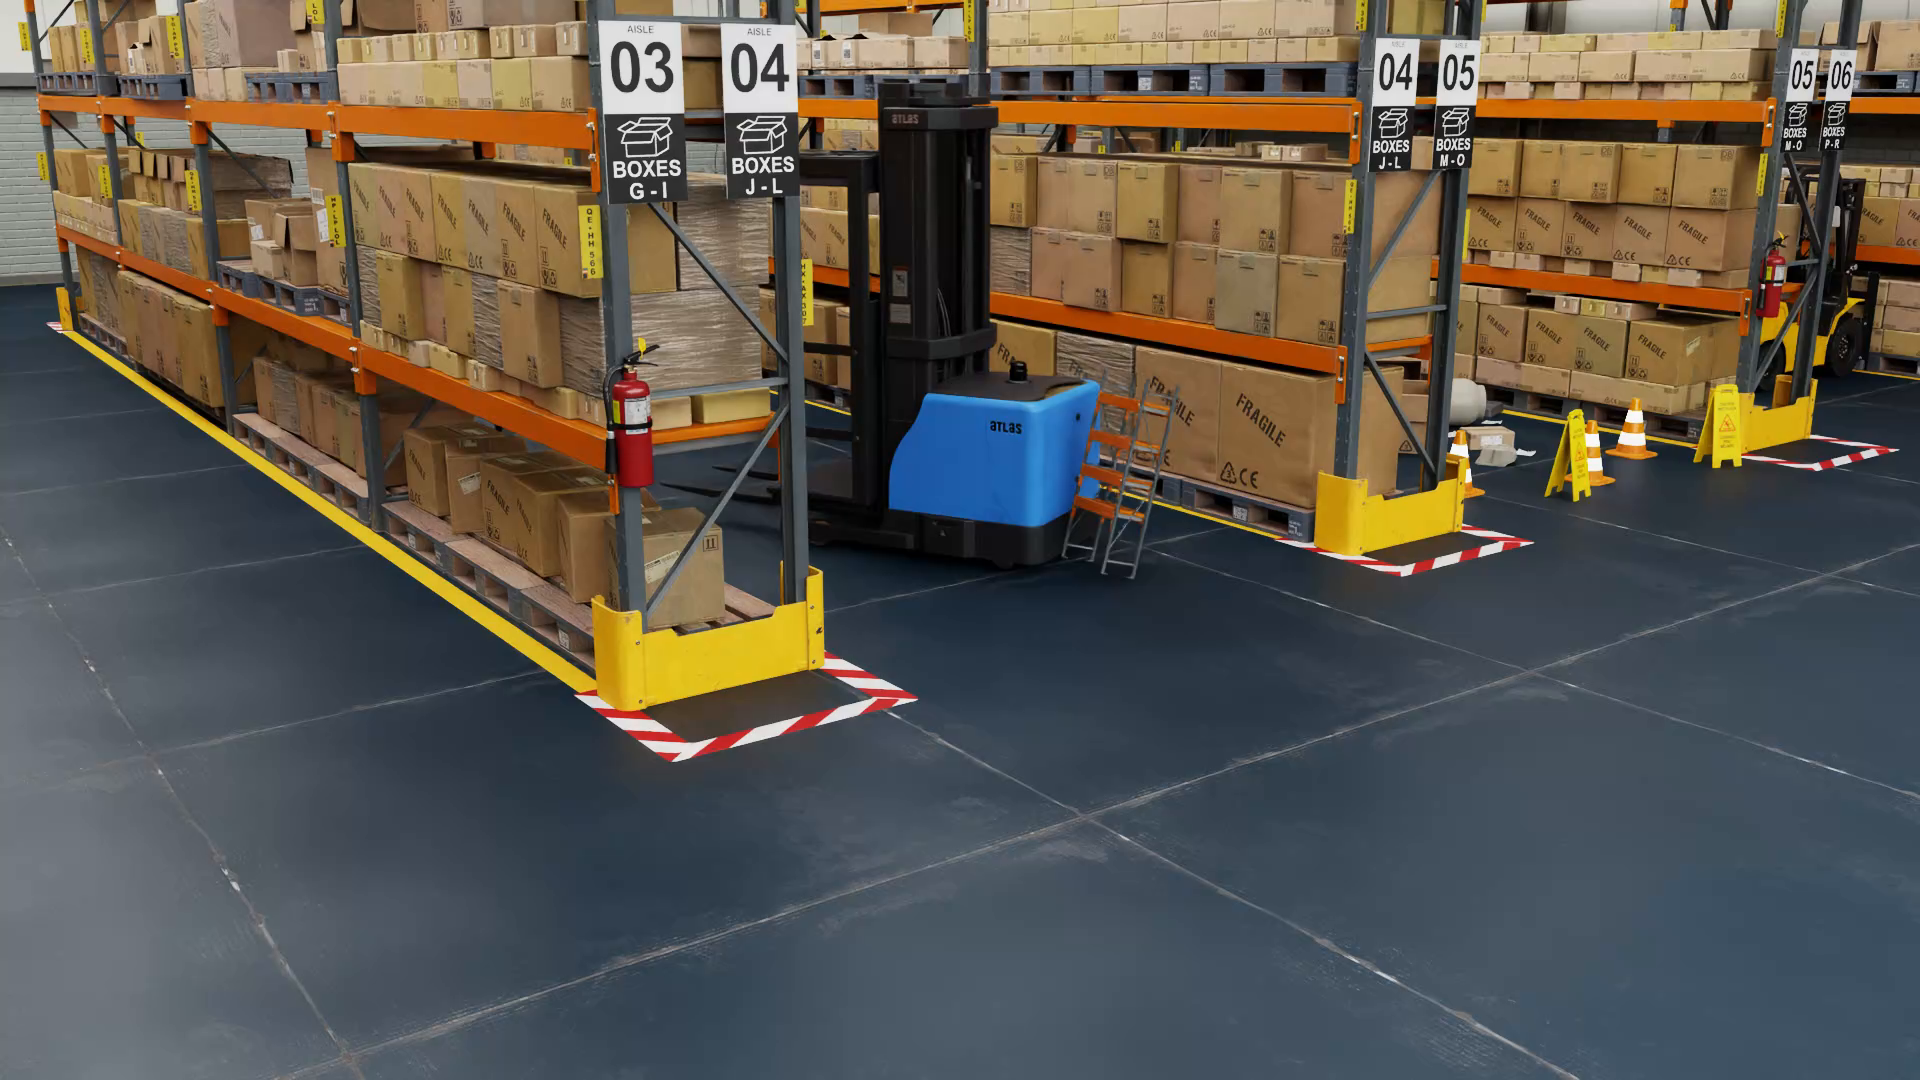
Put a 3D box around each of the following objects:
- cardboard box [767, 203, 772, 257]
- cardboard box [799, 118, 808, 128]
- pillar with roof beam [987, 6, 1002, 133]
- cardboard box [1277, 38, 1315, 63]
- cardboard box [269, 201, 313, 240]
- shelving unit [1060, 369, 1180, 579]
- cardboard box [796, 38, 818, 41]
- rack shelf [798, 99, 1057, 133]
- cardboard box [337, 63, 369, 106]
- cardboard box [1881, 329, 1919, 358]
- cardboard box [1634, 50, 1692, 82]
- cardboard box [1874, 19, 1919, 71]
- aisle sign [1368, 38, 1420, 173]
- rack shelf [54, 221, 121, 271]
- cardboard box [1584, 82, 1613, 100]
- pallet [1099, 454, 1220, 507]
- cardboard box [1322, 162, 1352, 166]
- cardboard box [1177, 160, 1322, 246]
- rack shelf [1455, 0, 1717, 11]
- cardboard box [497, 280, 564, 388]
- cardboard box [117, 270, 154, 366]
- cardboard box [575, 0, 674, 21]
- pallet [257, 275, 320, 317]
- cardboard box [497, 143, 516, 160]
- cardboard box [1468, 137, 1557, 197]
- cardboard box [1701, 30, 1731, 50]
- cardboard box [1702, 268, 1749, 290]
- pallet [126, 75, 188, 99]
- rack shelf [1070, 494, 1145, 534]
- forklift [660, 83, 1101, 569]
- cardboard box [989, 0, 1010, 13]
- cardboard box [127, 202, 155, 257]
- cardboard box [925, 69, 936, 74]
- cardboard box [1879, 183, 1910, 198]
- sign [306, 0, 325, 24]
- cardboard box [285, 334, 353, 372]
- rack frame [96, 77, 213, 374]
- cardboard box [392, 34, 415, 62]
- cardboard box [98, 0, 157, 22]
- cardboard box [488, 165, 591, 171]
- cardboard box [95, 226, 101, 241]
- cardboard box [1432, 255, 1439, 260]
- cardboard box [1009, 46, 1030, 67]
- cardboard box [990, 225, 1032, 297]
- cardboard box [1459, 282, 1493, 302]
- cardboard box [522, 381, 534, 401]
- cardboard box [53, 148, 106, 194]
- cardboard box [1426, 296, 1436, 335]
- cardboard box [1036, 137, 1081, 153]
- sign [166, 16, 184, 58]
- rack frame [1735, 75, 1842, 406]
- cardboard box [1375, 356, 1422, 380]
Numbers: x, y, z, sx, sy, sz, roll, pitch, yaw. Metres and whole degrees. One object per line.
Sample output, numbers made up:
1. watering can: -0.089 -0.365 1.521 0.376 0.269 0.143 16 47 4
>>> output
1. cardboard box: -1.798 -3.088 16.488 0.500 0.500 0.500 -11 19 -34
2. cardboard box: -2.177 -6.229 24.841 0.380 0.149 0.250 -12 19 -36
3. pillar with roof beam: -2.928 -9.388 28.332 9.100 9.000 0.400 -11 19 -35
4. cardboard box: 2.243 -3.118 10.596 0.380 0.149 0.250 -11 19 -34
5. cardboard box: -5.156 -2.468 13.425 0.700 0.500 0.500 -8 17 -26
6. shelving unit: 0.975 -0.411 10.204 0.258 1.200 0.503 9 7 -28
7. cardboard box: -1.596 -4.644 15.863 0.500 0.311 0.500 -11 19 -34
8. rack shelf: -0.667 -3.851 15.144 1.077 0.370 4.000 -11 19 -35
9. cardboard box: -3.505 -2.814 10.278 0.500 0.250 0.500 -12 19 -37
10. cardboard box: 10.001 -2.066 17.356 0.500 0.250 0.500 -11 19 -35
11. cardboard box: 6.002 -3.955 13.881 0.500 0.250 0.500 -11 19 -35
12. cardboard box: 9.839 -5.067 17.052 0.700 0.500 0.500 -11 19 -34
13. aisle sign: 2.660 -2.662 10.195 0.394 0.787 0.004 -11 19 -35
14. rack shelf: -9.443 -3.364 19.047 1.077 0.370 4.000 -11 19 -35
15. cardboard box: 5.639 -3.896 14.421 0.380 0.149 0.250 -11 19 -36
16. pallet: 1.614 -0.543 12.662 1.003 0.211 1.213 -11 19 -35
17. cardboard box: 3.996 -3.571 16.893 0.500 0.500 0.500 -11 19 -36
18. cardboard box: 2.056 -2.392 11.803 0.875 0.550 0.550 -11 19 -35
19. rack shelf: 7.290 -6.666 20.504 1.077 0.370 4.000 -11 19 -35
20. cardboard box: -1.903 -1.123 8.744 0.875 0.500 0.500 -11 19 -35
21. cardboard box: -7.874 -2.328 17.129 1.225 0.875 0.875 -11 19 -34
22. cardboard box: -1.865 -2.960 8.826 0.500 0.500 0.500 -11 19 -35
23. pallet: -4.718 -1.921 12.775 1.003 0.211 1.213 -11 19 -35
24. cardboard box: -5.606 -5.093 21.357 0.500 0.500 0.500 -12 19 -36
25. cardboard box: 5.092 -3.436 15.302 0.700 0.500 0.500 -11 19 -36
26. cardboard box: 6.247 -4.057 13.501 0.380 0.149 0.250 -10 18 -34
27. cardboard box: 6.412 -2.185 13.853 0.380 0.149 0.250 -10 18 -33
28. pallet: -6.996 -4.153 15.243 1.003 0.211 1.213 -10 18 -32
29. rack shelf: 0.917 -0.153 10.234 0.258 0.148 0.480 9 7 -28
30. forklift: -0.618 -1.489 10.965 3.031 2.935 1.130 8 17 27
31. cardboard box: 0.448 -4.154 12.871 0.380 0.149 0.250 -11 19 -34
32. cardboard box: -7.902 -3.088 16.486 0.500 0.500 0.500 -11 19 -34
33. cardboard box: -0.240 -6.245 21.989 0.396 0.266 0.258 -11 19 -35
34. cardboard box: 9.778 -3.642 17.281 0.380 0.149 0.250 -12 19 -36
35. sign: -4.010 -3.375 10.316 0.100 0.325 0.005 -11 19 -35
36. cardboard box: -5.176 -1.548 13.530 0.500 0.250 0.500 -8 17 -28
37. rack frame: -8.267 -3.284 17.392 1.000 3.000 0.127 -11 19 -35
38. cardboard box: -3.002 -2.801 9.476 0.380 0.149 0.250 -11 19 -36
39. cardboard box: -8.814 -5.593 17.552 0.500 0.250 0.500 -12 20 -38
40. cardboard box: -2.487 -1.983 9.991 0.500 0.500 0.500 -11 19 -35
41. cardboard box: -9.164 -3.342 18.079 0.380 0.149 0.250 -10 18 -34
42. cardboard box: 4.750 -2.778 16.018 0.380 0.149 0.250 -11 19 -35
43. cardboard box: 0.602 -3.715 12.775 0.380 0.149 0.250 -11 19 -34
44. cardboard box: 0.735 -2.319 13.583 0.875 0.550 0.550 -11 19 -35
45. cardboard box: 4.910 -2.351 15.748 0.380 0.149 0.250 -10 18 -32
46. cardboard box: -2.129 -0.843 8.951 0.380 0.149 0.250 -11 19 -35
47. cardboard box: -10.261 -4.320 19.476 0.500 0.500 0.500 -11 19 -36
48. cardboard box: 4.582 -2.184 16.365 0.500 0.500 0.500 -10 18 -32
49. cardboard box: 1.277 -4.676 20.396 0.500 0.500 0.500 -10 18 -34
50. sign: -6.368 -4.080 13.488 0.100 0.325 0.005 -11 19 -35
51. rack frame: 6.805 -2.259 13.649 1.000 3.000 0.127 -11 19 -35
52. cardboard box: 3.983 -1.469 15.492 0.500 0.500 0.500 1 15 4
